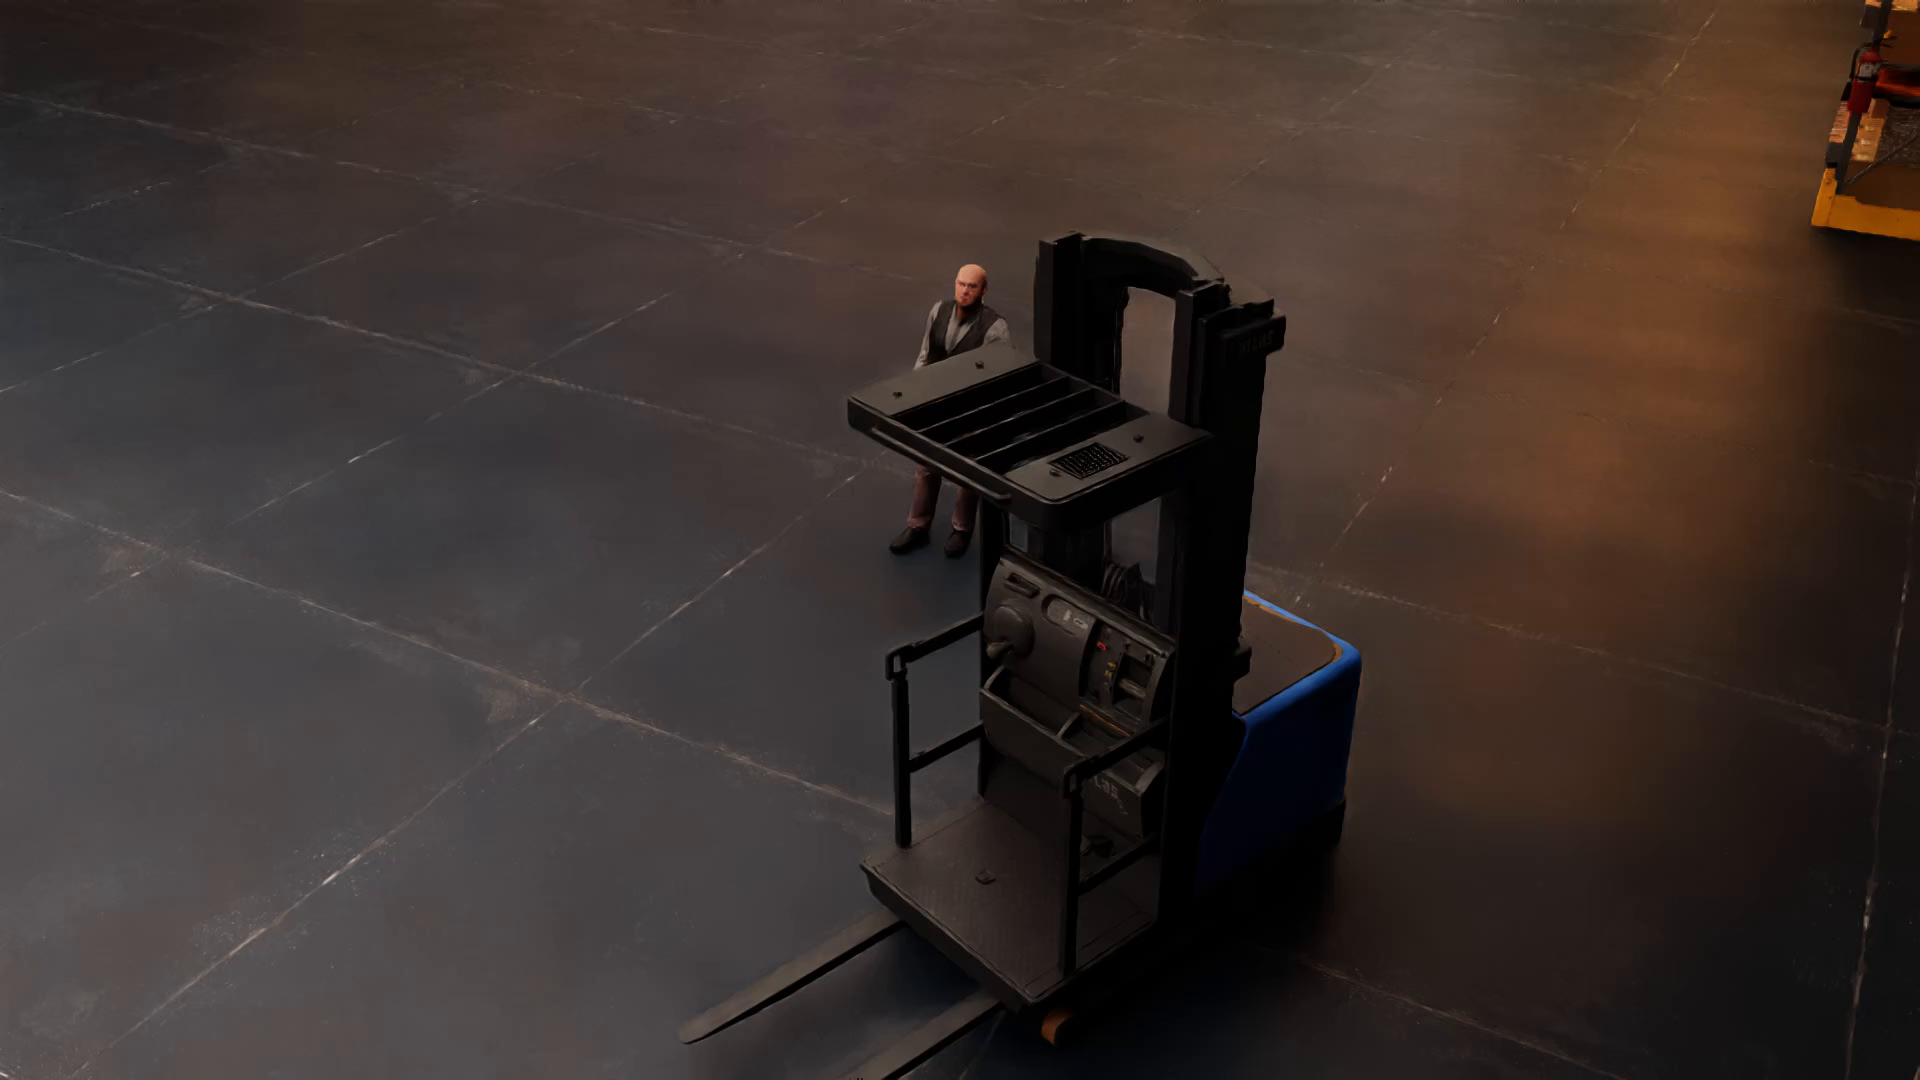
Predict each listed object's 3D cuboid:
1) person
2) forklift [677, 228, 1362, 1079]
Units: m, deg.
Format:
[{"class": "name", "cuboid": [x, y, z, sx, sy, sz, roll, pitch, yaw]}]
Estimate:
[{"class": "person", "cuboid": [-0.037, -0.726, 9.525, 0.632, 1.720, 0.567, 15, 33, 25]}, {"class": "forklift", "cuboid": [0.284, 0.429, 6.328, 3.031, 2.935, 1.130, -24, 37, -35]}]
